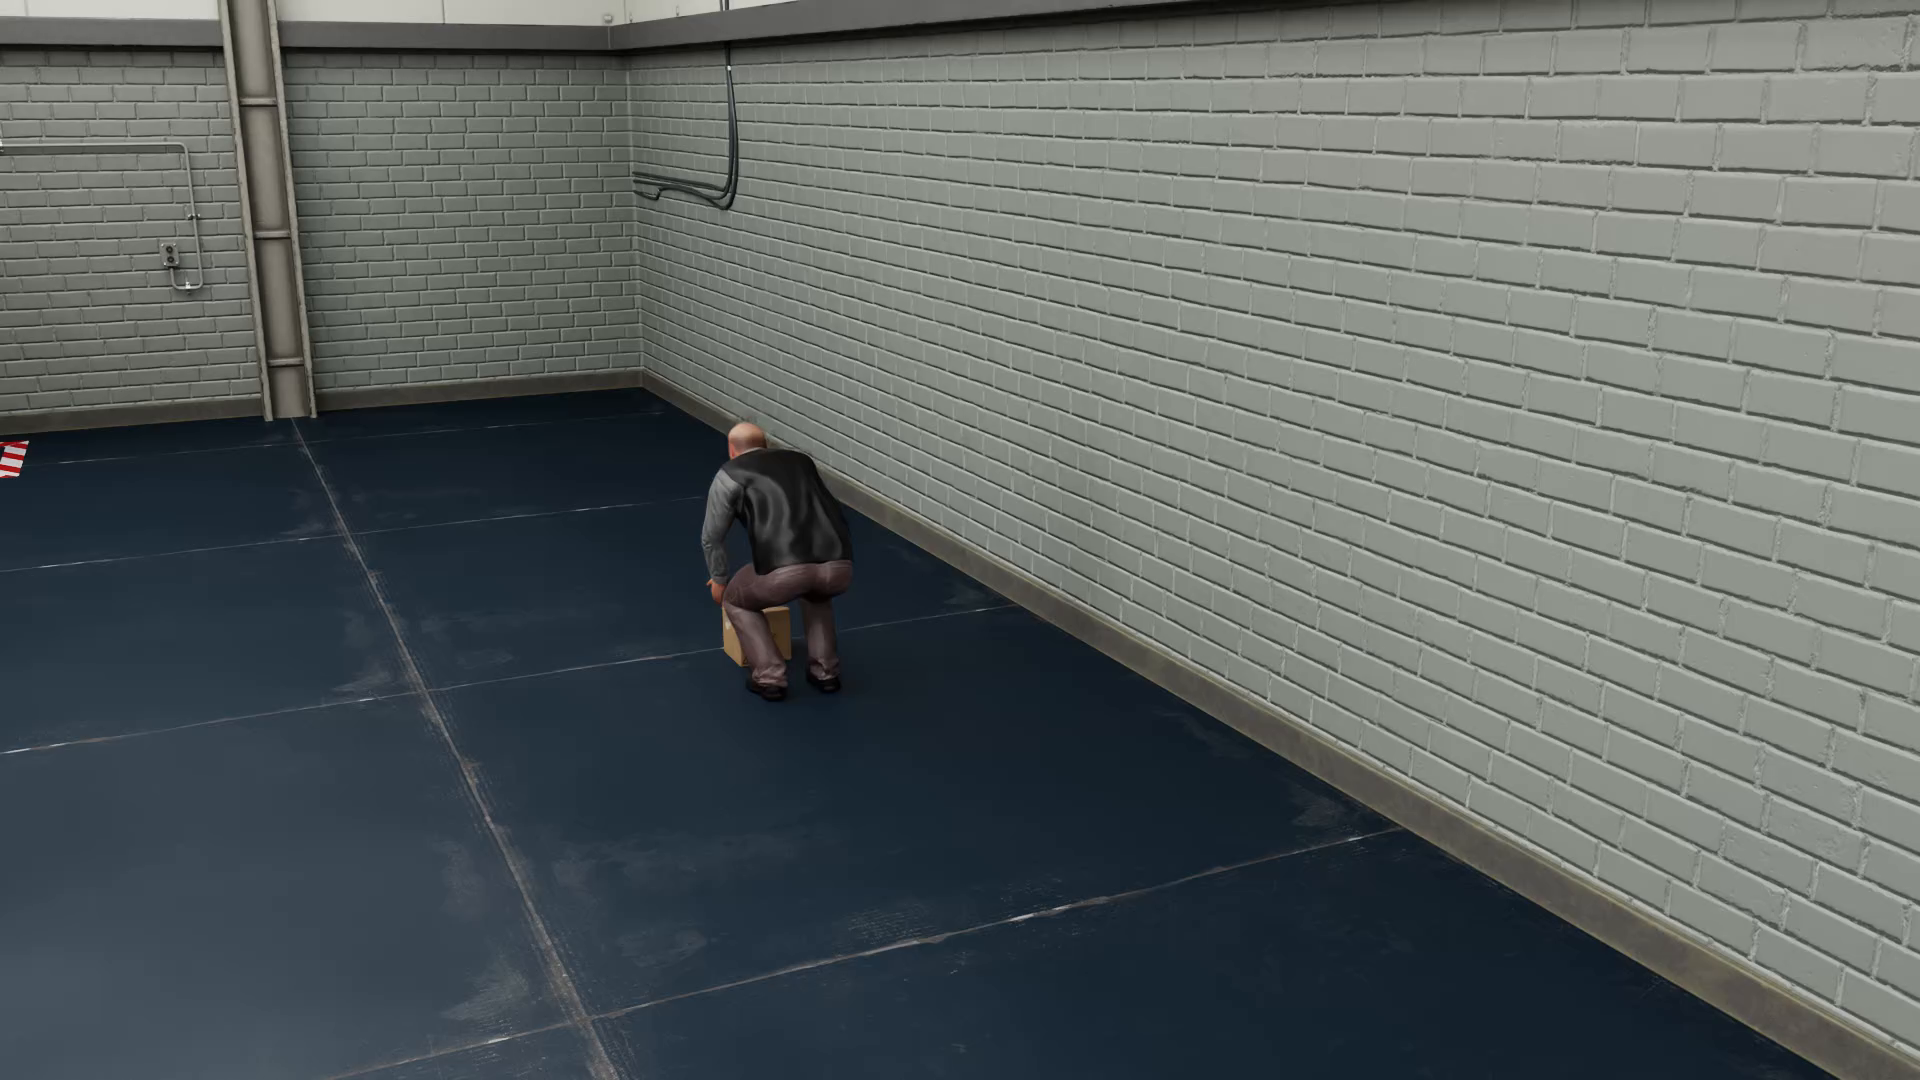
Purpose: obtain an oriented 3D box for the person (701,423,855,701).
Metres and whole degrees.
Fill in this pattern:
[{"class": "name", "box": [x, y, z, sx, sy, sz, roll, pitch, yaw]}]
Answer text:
[{"class": "person", "box": [-0.813, 0.097, 7.333, 0.568, 1.139, 0.823, -7, 17, -24]}]
